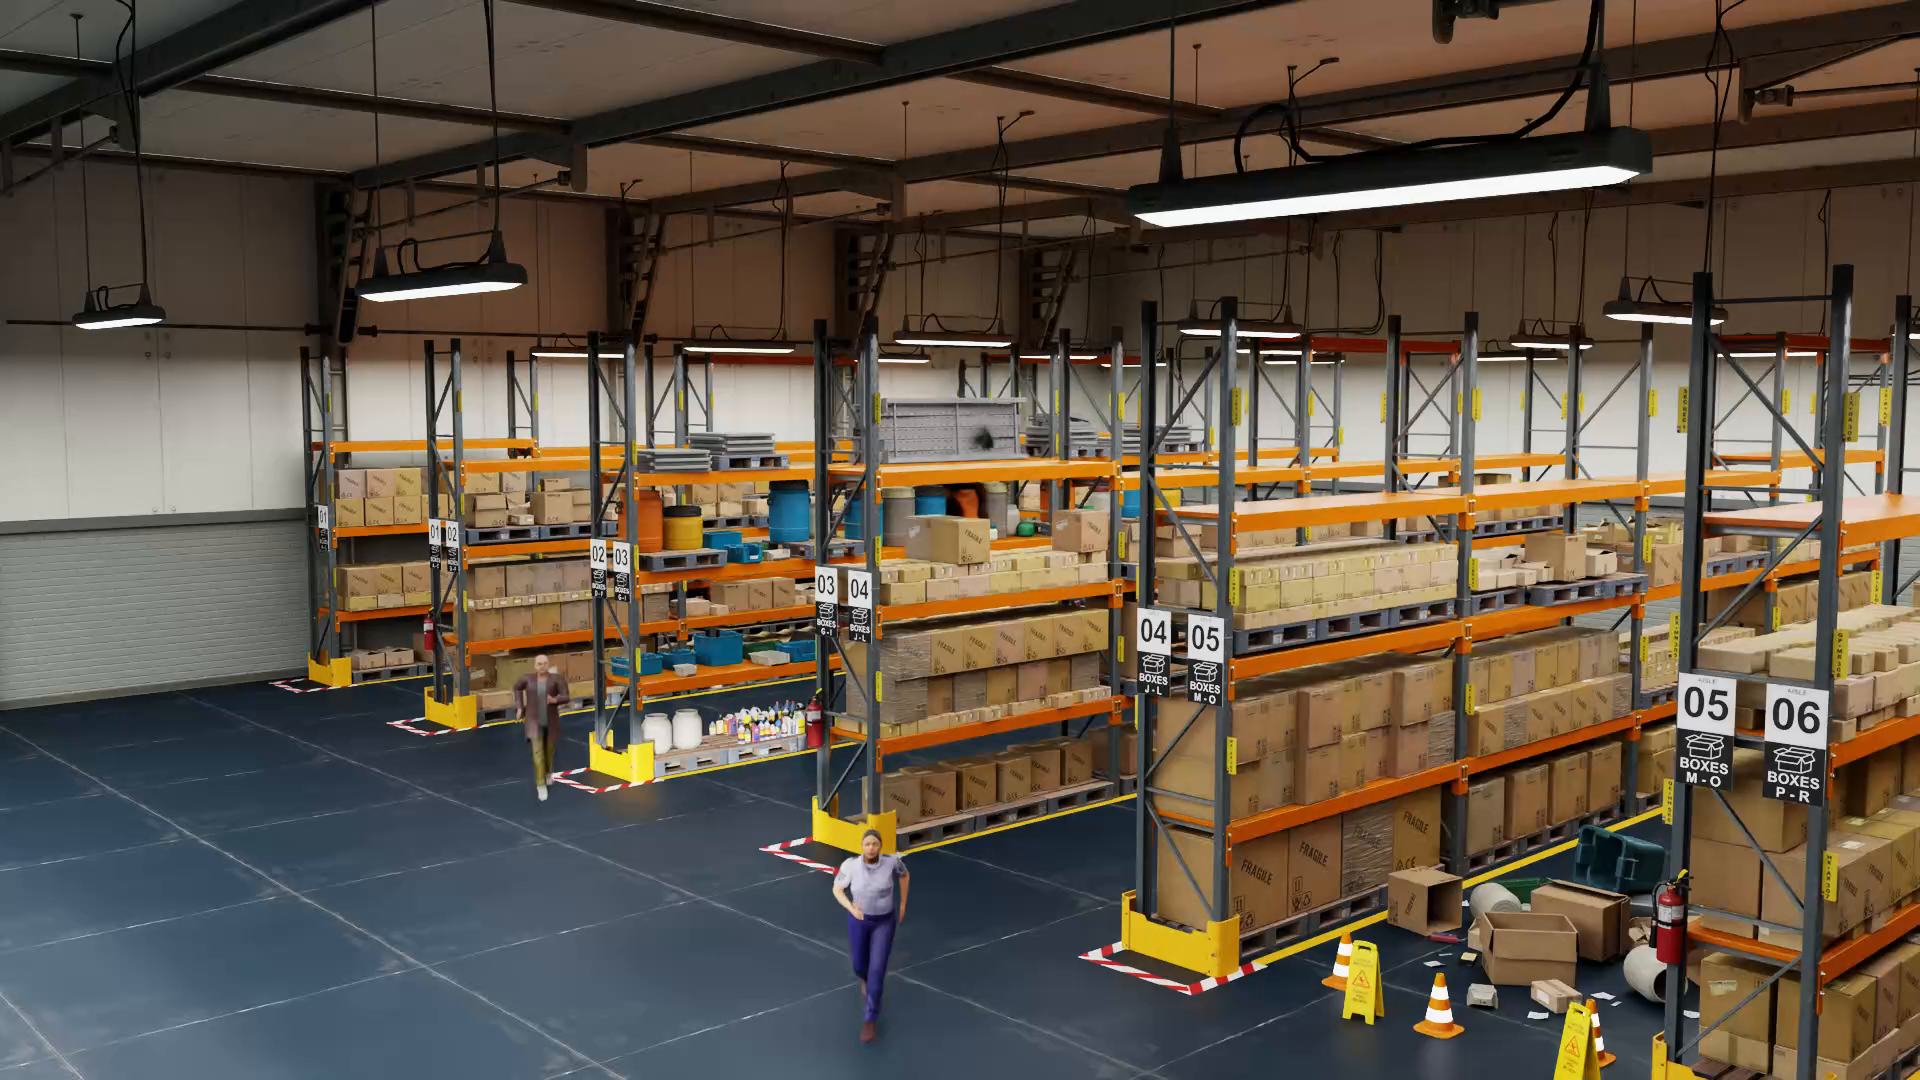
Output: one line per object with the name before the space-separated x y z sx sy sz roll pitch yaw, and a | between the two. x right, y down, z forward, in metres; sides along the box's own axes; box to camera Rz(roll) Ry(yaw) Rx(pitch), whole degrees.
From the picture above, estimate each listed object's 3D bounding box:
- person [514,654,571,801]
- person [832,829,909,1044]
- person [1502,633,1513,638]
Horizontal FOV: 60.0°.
person | -5.380 2.344 21.461 0.681 1.767 1.008 -2 5 -19
person | -0.729 3.158 13.647 0.628 1.651 0.967 0 5 -1
person | 8.132 2.237 24.845 0.568 1.538 0.556 4 6 39
